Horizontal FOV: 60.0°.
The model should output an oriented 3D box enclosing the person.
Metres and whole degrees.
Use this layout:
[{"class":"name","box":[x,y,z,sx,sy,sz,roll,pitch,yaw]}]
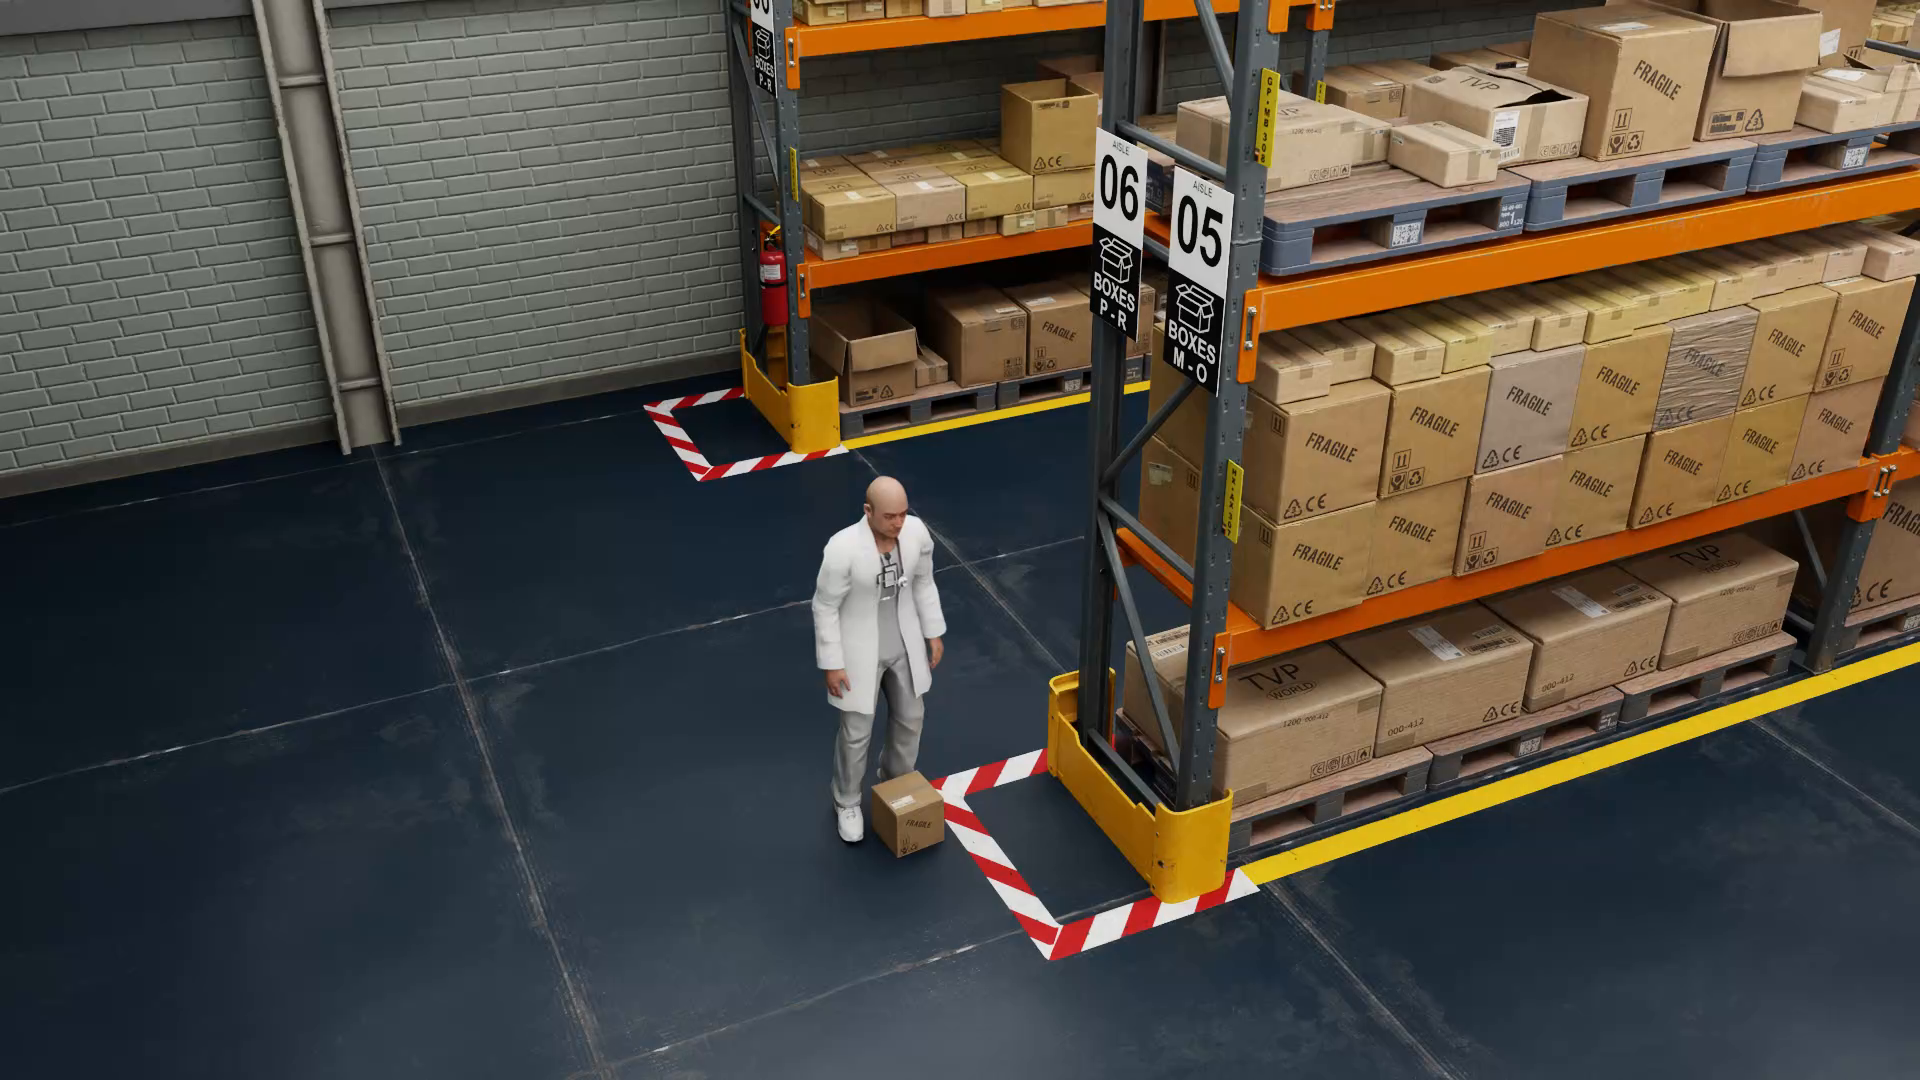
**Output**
[{"class":"person","box":[-0.359,0.507,7.575,0.656,1.760,0.417,-16,33,-27]}]
